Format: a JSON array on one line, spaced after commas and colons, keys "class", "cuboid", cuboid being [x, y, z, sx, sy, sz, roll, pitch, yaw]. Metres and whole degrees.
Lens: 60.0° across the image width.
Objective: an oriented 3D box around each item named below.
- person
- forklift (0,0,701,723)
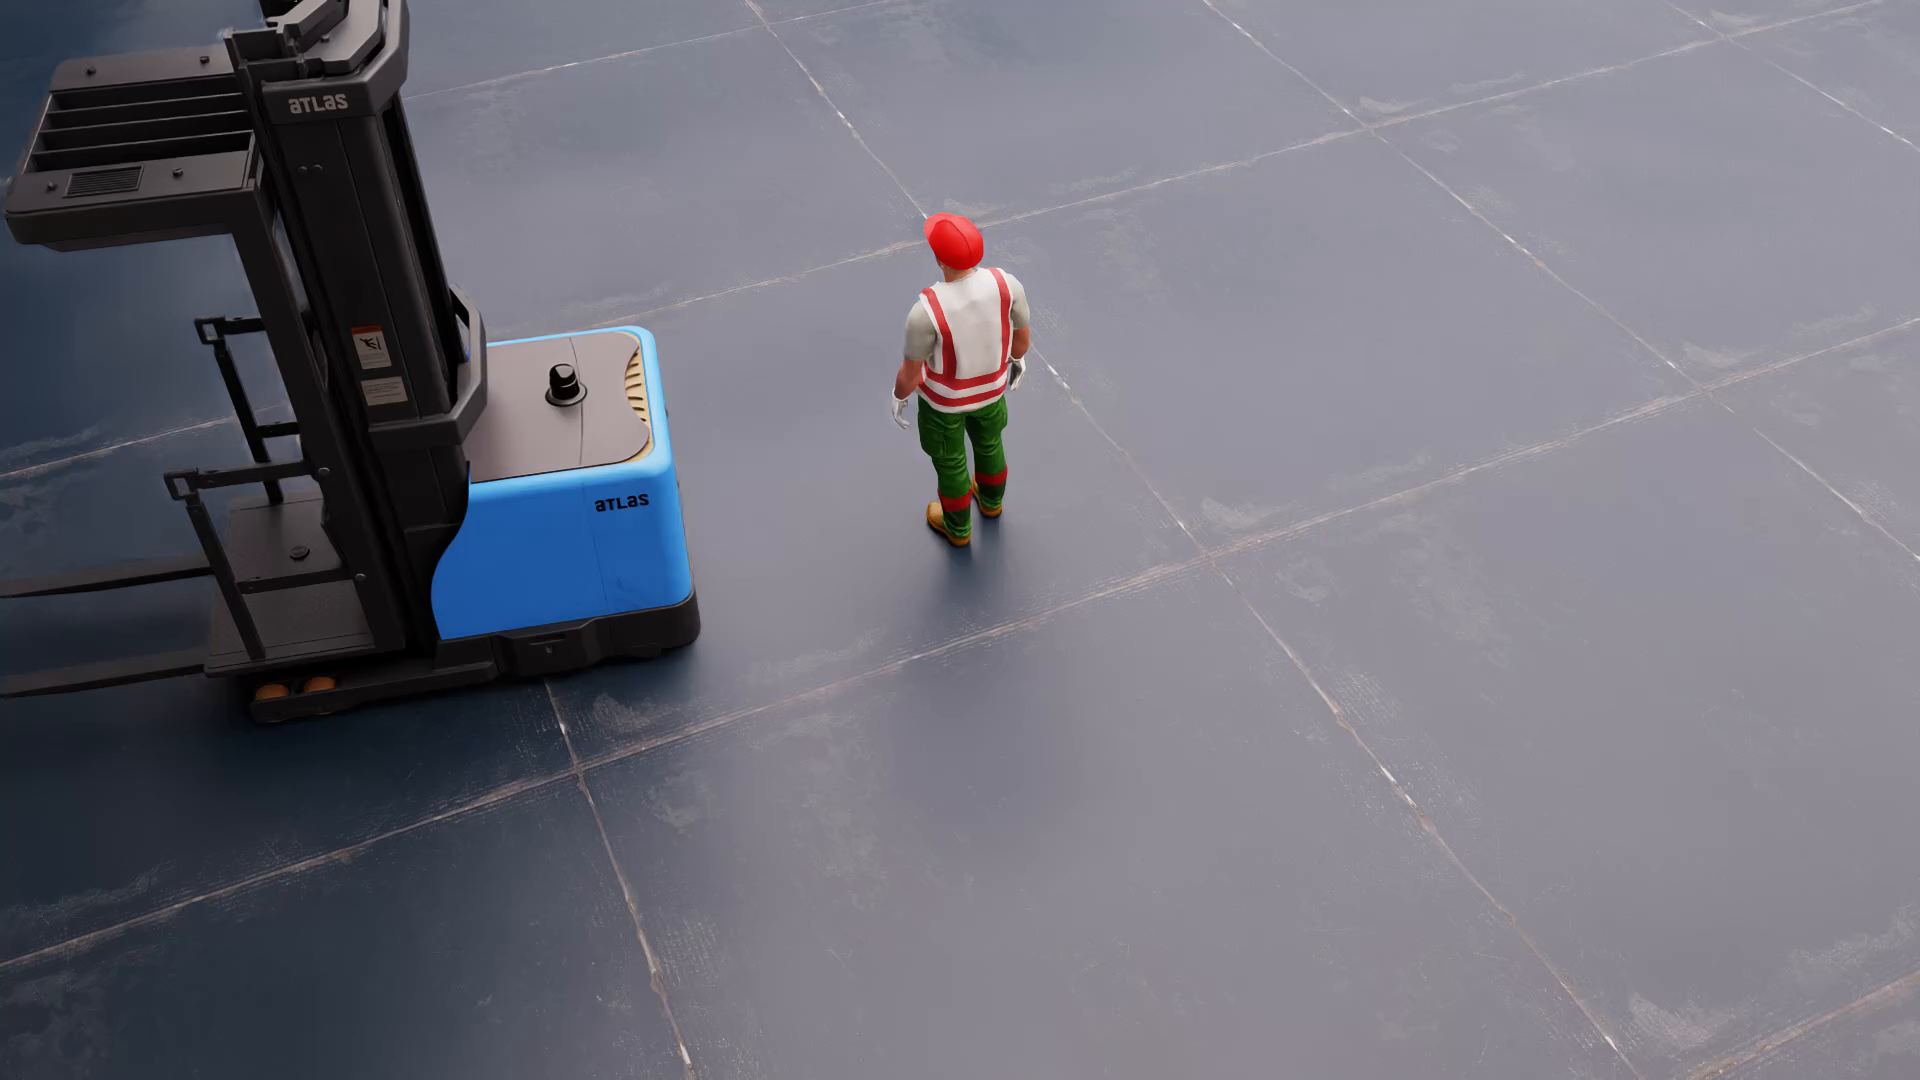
[{"class": "person", "cuboid": [-0.023, -0.712, 7.270, 0.638, 1.787, 0.564, -18, 46, -18]}, {"class": "forklift", "cuboid": [-2.712, -0.701, 6.431, 3.031, 2.935, 1.130, -9, 44, -9]}]
